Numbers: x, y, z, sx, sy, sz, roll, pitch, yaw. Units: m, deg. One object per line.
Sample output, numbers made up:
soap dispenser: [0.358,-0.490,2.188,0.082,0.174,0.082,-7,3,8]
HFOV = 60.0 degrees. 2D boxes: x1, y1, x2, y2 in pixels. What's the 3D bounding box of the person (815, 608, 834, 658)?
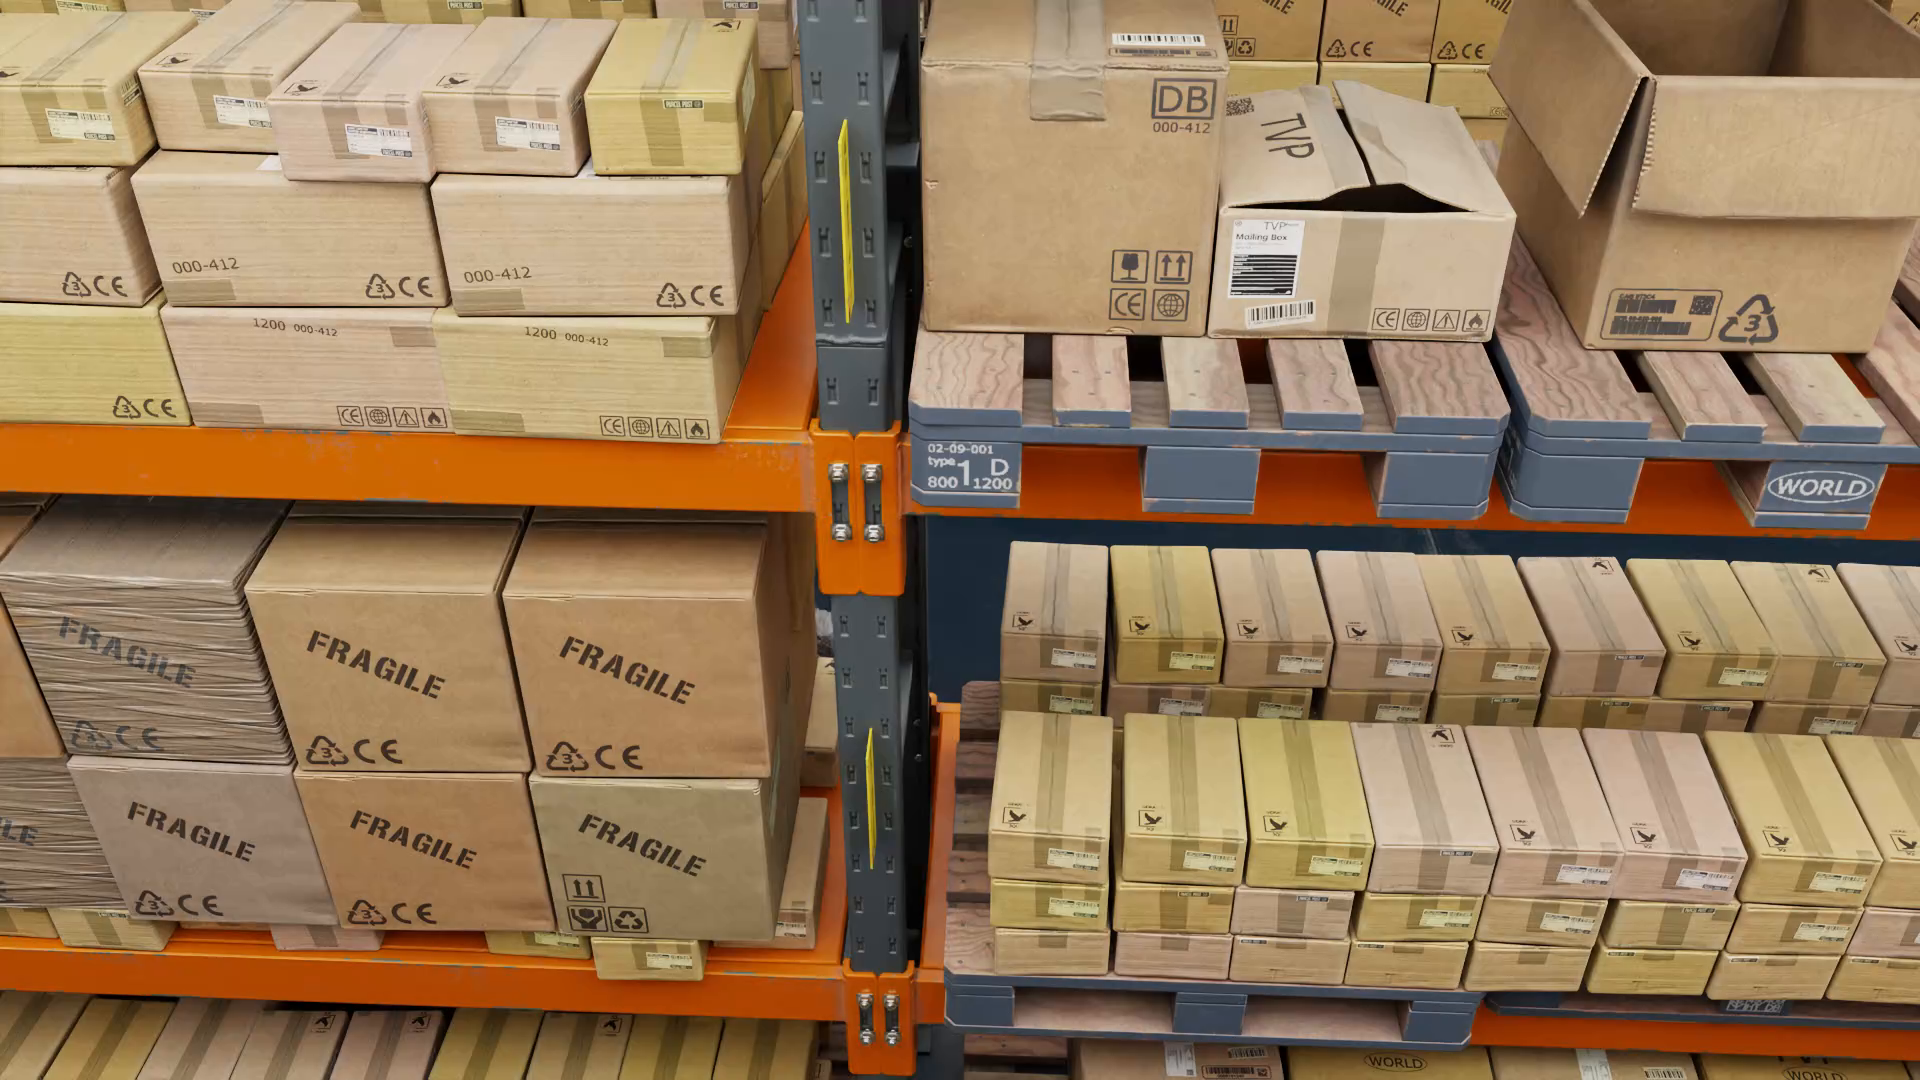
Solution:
person: [-0.657,-0.090,6.231,0.857,1.739,0.564,-3,36,-4]
